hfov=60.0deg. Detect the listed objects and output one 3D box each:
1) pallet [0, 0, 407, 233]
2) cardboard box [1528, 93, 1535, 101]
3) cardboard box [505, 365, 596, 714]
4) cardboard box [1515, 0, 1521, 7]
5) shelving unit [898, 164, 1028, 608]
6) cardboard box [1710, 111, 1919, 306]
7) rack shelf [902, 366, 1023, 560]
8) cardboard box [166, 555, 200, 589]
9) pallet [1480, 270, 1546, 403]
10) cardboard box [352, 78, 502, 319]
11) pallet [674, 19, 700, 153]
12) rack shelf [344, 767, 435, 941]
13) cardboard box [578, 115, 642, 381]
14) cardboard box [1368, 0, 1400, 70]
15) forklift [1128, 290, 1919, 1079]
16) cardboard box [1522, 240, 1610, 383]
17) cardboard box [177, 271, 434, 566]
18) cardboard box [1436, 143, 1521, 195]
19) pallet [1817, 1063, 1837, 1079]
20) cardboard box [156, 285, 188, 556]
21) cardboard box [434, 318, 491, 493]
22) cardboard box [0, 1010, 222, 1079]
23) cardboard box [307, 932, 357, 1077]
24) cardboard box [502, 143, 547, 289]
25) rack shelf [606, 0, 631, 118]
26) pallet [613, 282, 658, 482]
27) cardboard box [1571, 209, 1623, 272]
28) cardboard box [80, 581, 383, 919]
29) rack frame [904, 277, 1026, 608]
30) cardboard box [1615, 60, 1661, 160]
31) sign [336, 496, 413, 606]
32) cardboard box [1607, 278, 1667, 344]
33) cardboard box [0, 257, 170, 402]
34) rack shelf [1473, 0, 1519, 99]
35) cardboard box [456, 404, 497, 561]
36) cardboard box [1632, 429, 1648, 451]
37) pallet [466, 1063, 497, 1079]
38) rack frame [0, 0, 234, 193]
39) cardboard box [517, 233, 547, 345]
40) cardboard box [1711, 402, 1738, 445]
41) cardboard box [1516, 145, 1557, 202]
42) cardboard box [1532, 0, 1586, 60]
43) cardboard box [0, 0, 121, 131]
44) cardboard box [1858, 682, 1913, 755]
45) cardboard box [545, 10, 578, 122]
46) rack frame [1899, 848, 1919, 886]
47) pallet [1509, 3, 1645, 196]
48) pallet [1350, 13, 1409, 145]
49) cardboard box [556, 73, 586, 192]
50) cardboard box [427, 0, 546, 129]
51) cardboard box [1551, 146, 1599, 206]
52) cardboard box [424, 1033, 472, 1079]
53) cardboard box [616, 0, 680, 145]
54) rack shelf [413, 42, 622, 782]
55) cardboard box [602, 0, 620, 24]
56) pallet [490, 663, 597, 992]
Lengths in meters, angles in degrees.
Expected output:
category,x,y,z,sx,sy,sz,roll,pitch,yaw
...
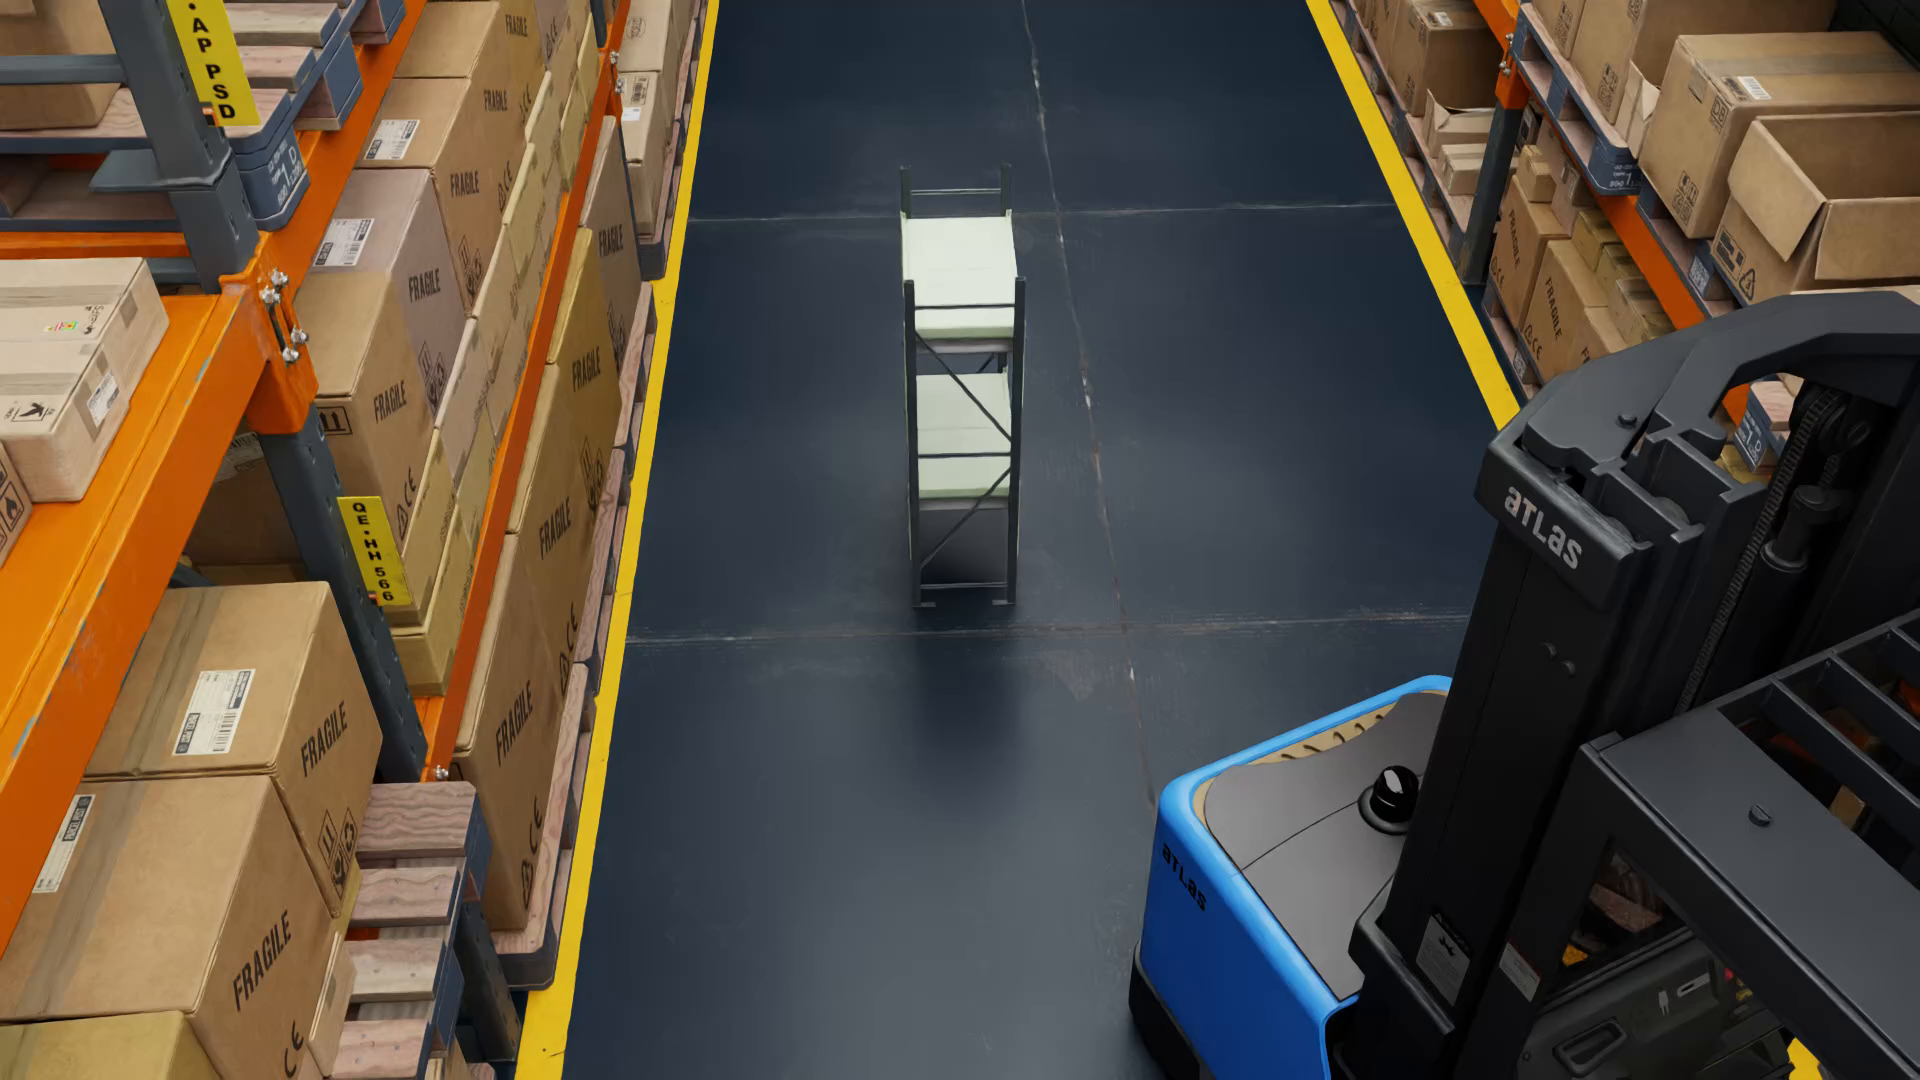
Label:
category,x,y,z,sx,sy,sz,roll,pitch,yaw
pallet,-1.925,-1.022,3.565,1.213,0.211,1.003,0,43,0
cardboard box,3.134,-2.247,8.781,0.380,0.149,0.250,-2,43,-2
cardboard box,-1.825,0.005,5.786,0.875,0.875,0.875,-1,43,-1
cardboard box,2.678,-2.513,7.458,0.380,0.149,0.250,-1,43,-1
shelving unit,0.000,-0.548,6.238,0.431,1.500,0.755,-2,43,-2
cardboard box,2.860,-0.987,5.220,0.797,0.503,0.637,-3,43,-3
rack shelf,0.000,-0.308,6.459,0.431,0.370,0.720,-2,43,-2
cardboard box,-2.120,-0.001,4.272,0.500,0.250,0.500,-2,43,-2
pallet,3.016,-0.822,7.490,1.003,0.211,1.213,-2,43,-2
cardboard box,-1.659,-0.982,4.788,0.500,0.500,0.500,-1,43,-1
pallet,-2.024,-2.566,9.393,1.003,0.211,1.213,-2,43,-2
rack shelf,-1.760,2.063,2.812,1.077,0.370,4.000,-2,43,-2
cardboard box,-1.909,-1.208,7.110,0.875,0.875,0.875,0,43,0
cardboard box,2.625,-2.978,9.318,0.500,0.500,0.500,-1,43,-1
forklift,1.627,1.112,3.367,1.130,2.935,3.031,-19,46,-19
cardboard box,2.772,-0.939,7.094,0.500,0.500,0.500,-2,43,-2
cardboard box,-1.622,-0.298,4.041,0.500,0.500,0.500,-3,43,-3
cardboard box,2.627,-1.869,8.369,0.380,0.149,0.250,-3,43,-3
pallet,3.110,1.887,4.535,1.003,0.211,1.213,-2,43,-2
cardboard box,-2.128,-0.299,4.043,0.500,0.500,0.500,-3,43,-3
cardboard box,-1.641,-0.380,4.685,0.500,0.250,0.500,-1,43,-1
cardboard box,-1.493,1.135,2.687,0.500,0.500,0.500,-4,43,-5
cardboard box,-1.457,0.948,3.371,0.380,0.149,0.250,-2,43,-2
cardboard box,-1.658,-1.059,5.427,0.500,0.250,0.500,-1,43,-1
rack shelf,-2.100,-3.338,8.704,1.077,0.370,4.000,-2,43,-2
pallet,-1.907,-0.706,7.364,1.003,0.211,1.213,-2,43,-2
cardboard box,2.805,-1.263,6.967,0.380,0.149,0.250,-4,43,-4
cardboard box,-1.548,0.445,3.440,0.500,0.500,0.500,-3,43,-3
rack frame,0.016,-0.301,5.969,0.400,1.500,0.023,-2,43,-2
cardboard box,2.620,-1.554,6.014,0.396,0.266,0.258,0,43,0
sign,-1.303,0.028,3.701,0.100,0.325,0.005,-2,43,-2
cardboard box,2.803,-0.908,6.580,0.380,0.149,0.250,-2,43,-2
cardboard box,-1.622,-0.359,2.888,0.380,0.149,0.250,-2,43,-2
rack shelf,2.859,-3.483,8.862,1.077,0.370,4.000,-2,43,-2
cardboard box,-1.654,-0.181,4.838,0.500,0.250,0.500,-3,43,-3
cardboard box,2.805,-0.252,6.344,0.500,0.500,0.500,-3,43,-3
pallet,-1.813,2.003,4.408,1.003,0.211,1.213,-2,43,-2
rack frame,-1.845,-1.764,2.015,1.000,3.000,0.127,-2,43,-2
cardboard box,-1.695,-0.868,5.588,0.500,0.250,0.500,-2,43,-2
cardboard box,2.812,-0.392,6.017,0.380,0.149,0.250,-4,43,-4
cardboard box,2.693,-1.620,7.357,0.380,0.149,0.250,0,43,0
cardboard box,2.741,-2.256,6.607,0.700,0.500,0.500,-1,43,-1
cardboard box,-2.012,-1.101,3.124,0.797,0.503,0.637,-4,43,-4
cardboard box,2.840,0.504,5.039,0.380,0.149,0.250,-4,43,-4
cardboard box,-1.725,-1.754,6.185,0.500,0.250,0.500,-1,43,-1
rack frame,3.114,0.303,4.200,1.000,3.000,0.127,-2,43,-2
pallet,2.869,-1.784,6.619,1.003,0.211,1.213,-2,43,-2
pallet,2.861,-2.659,9.495,1.003,0.211,1.213,-2,43,-2
cardboard box,-1.724,-1.558,6.341,0.500,0.250,0.500,-2,43,-2
cardboard box,-1.714,-1.672,5.540,0.500,0.500,0.500,0,43,0
cardboard box,2.752,-1.556,7.067,0.380,0.149,0.250,-4,43,-4
cardboard box,-1.831,1.643,4.371,0.950,0.372,0.625,-4,43,-5
cardboard box,-1.973,-2.494,8.837,0.875,0.438,0.875,-3,43,-3
rack shelf,-1.930,-0.637,5.758,1.077,0.370,4.000,-2,43,-2
cardboard box,-1.773,-2.614,7.308,0.500,0.500,0.500,0,43,0
pallet,-1.803,0.941,5.567,1.003,0.211,1.213,-2,43,-2
